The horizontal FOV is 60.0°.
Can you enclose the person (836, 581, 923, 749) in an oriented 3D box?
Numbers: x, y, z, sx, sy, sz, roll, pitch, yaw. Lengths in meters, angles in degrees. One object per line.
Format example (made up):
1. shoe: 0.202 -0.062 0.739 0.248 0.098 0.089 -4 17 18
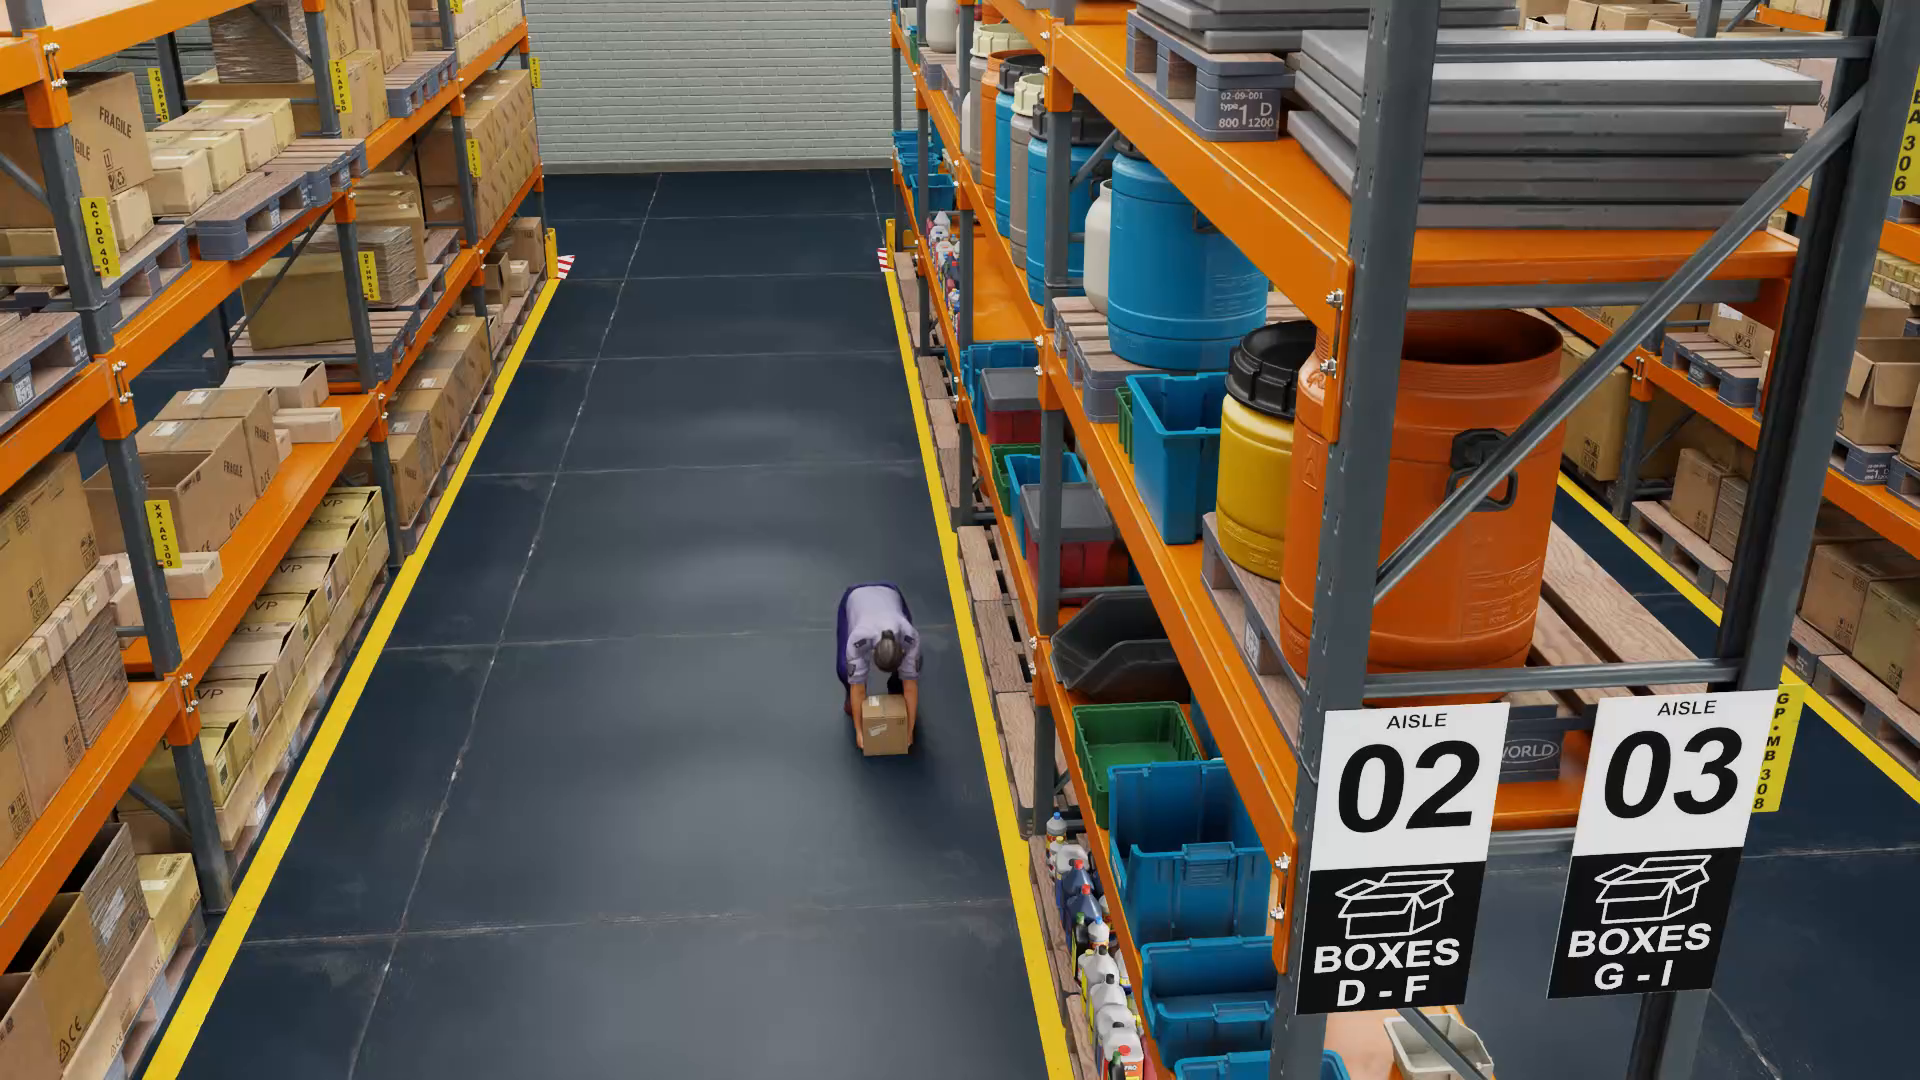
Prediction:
1. person: -0.468 0.705 9.657 0.504 0.763 0.905 -3 24 -7
